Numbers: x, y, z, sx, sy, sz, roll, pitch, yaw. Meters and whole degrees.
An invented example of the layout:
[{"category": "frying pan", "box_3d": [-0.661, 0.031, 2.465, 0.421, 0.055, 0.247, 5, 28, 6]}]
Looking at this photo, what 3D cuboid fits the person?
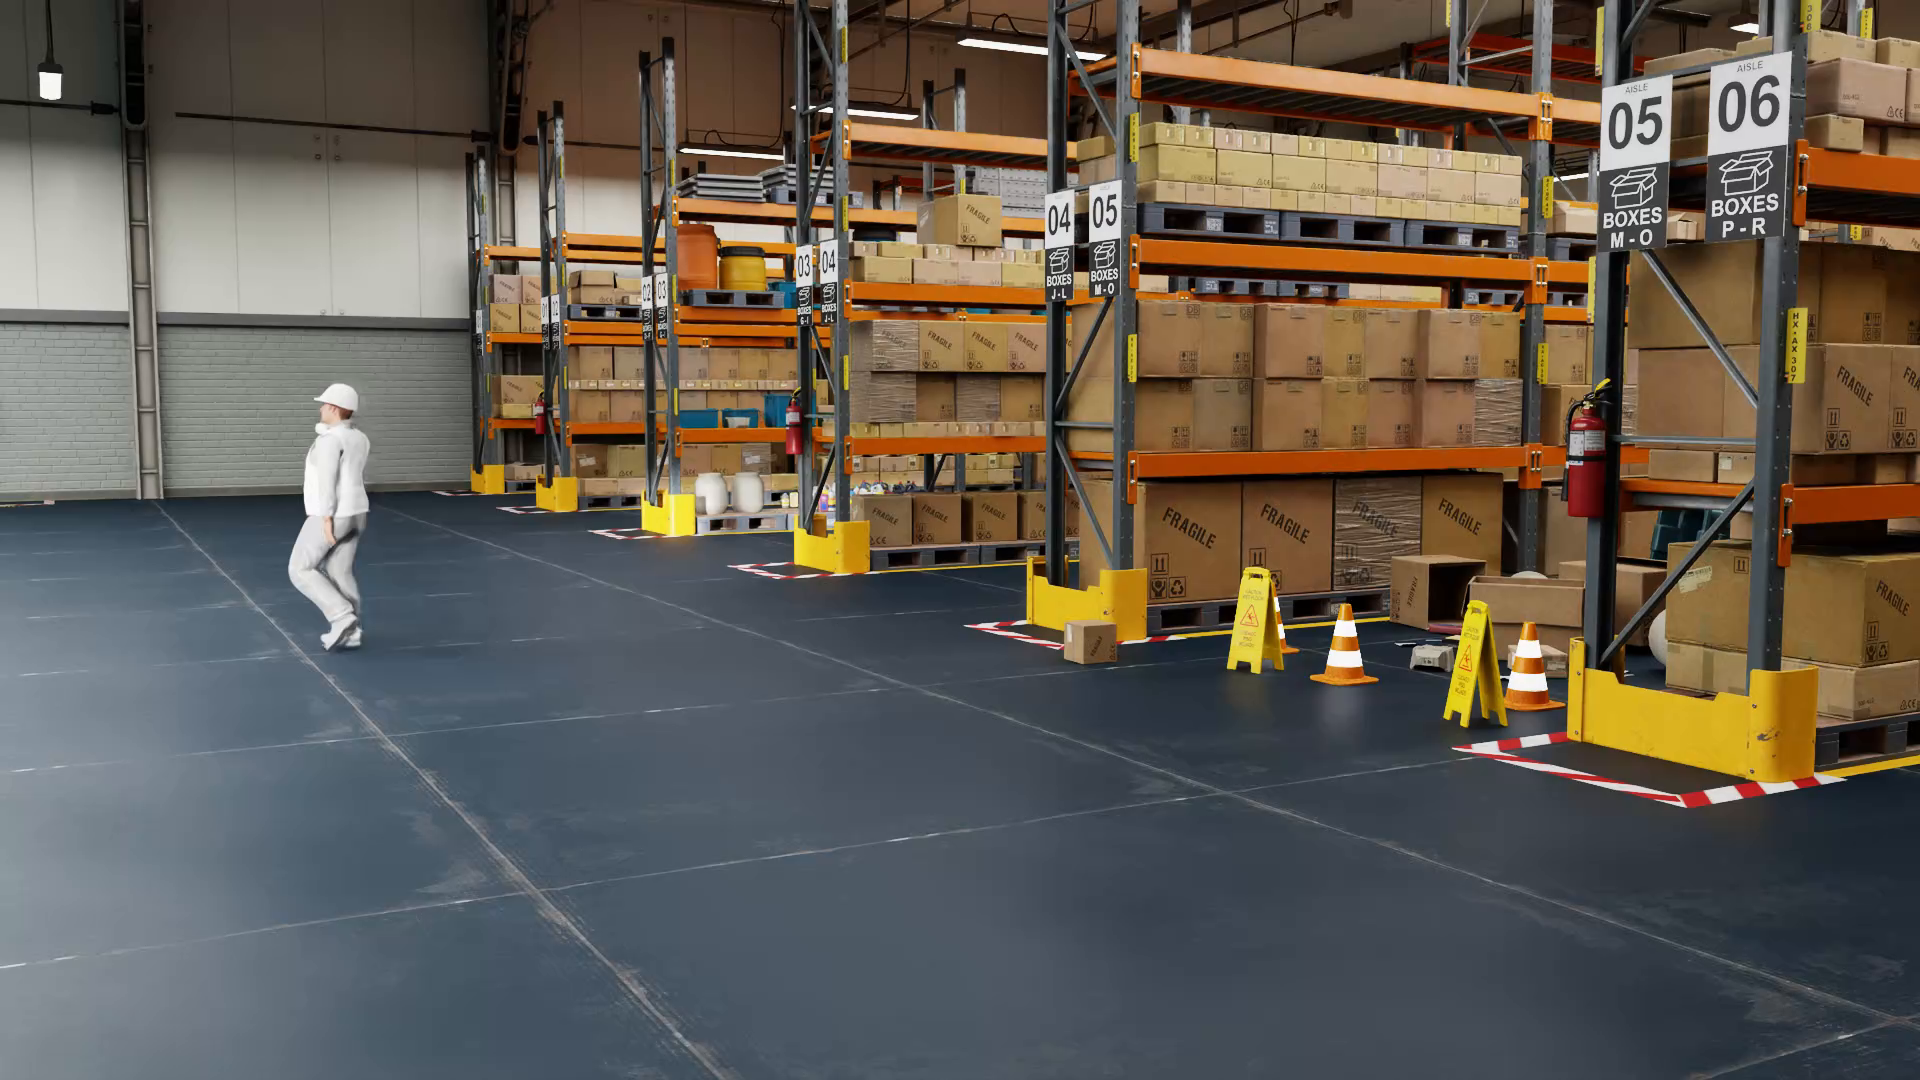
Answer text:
[{"category": "person", "box_3d": [-4.217, -0.158, 11.160, 0.453, 1.774, 0.546, 1, 5, 11]}]
